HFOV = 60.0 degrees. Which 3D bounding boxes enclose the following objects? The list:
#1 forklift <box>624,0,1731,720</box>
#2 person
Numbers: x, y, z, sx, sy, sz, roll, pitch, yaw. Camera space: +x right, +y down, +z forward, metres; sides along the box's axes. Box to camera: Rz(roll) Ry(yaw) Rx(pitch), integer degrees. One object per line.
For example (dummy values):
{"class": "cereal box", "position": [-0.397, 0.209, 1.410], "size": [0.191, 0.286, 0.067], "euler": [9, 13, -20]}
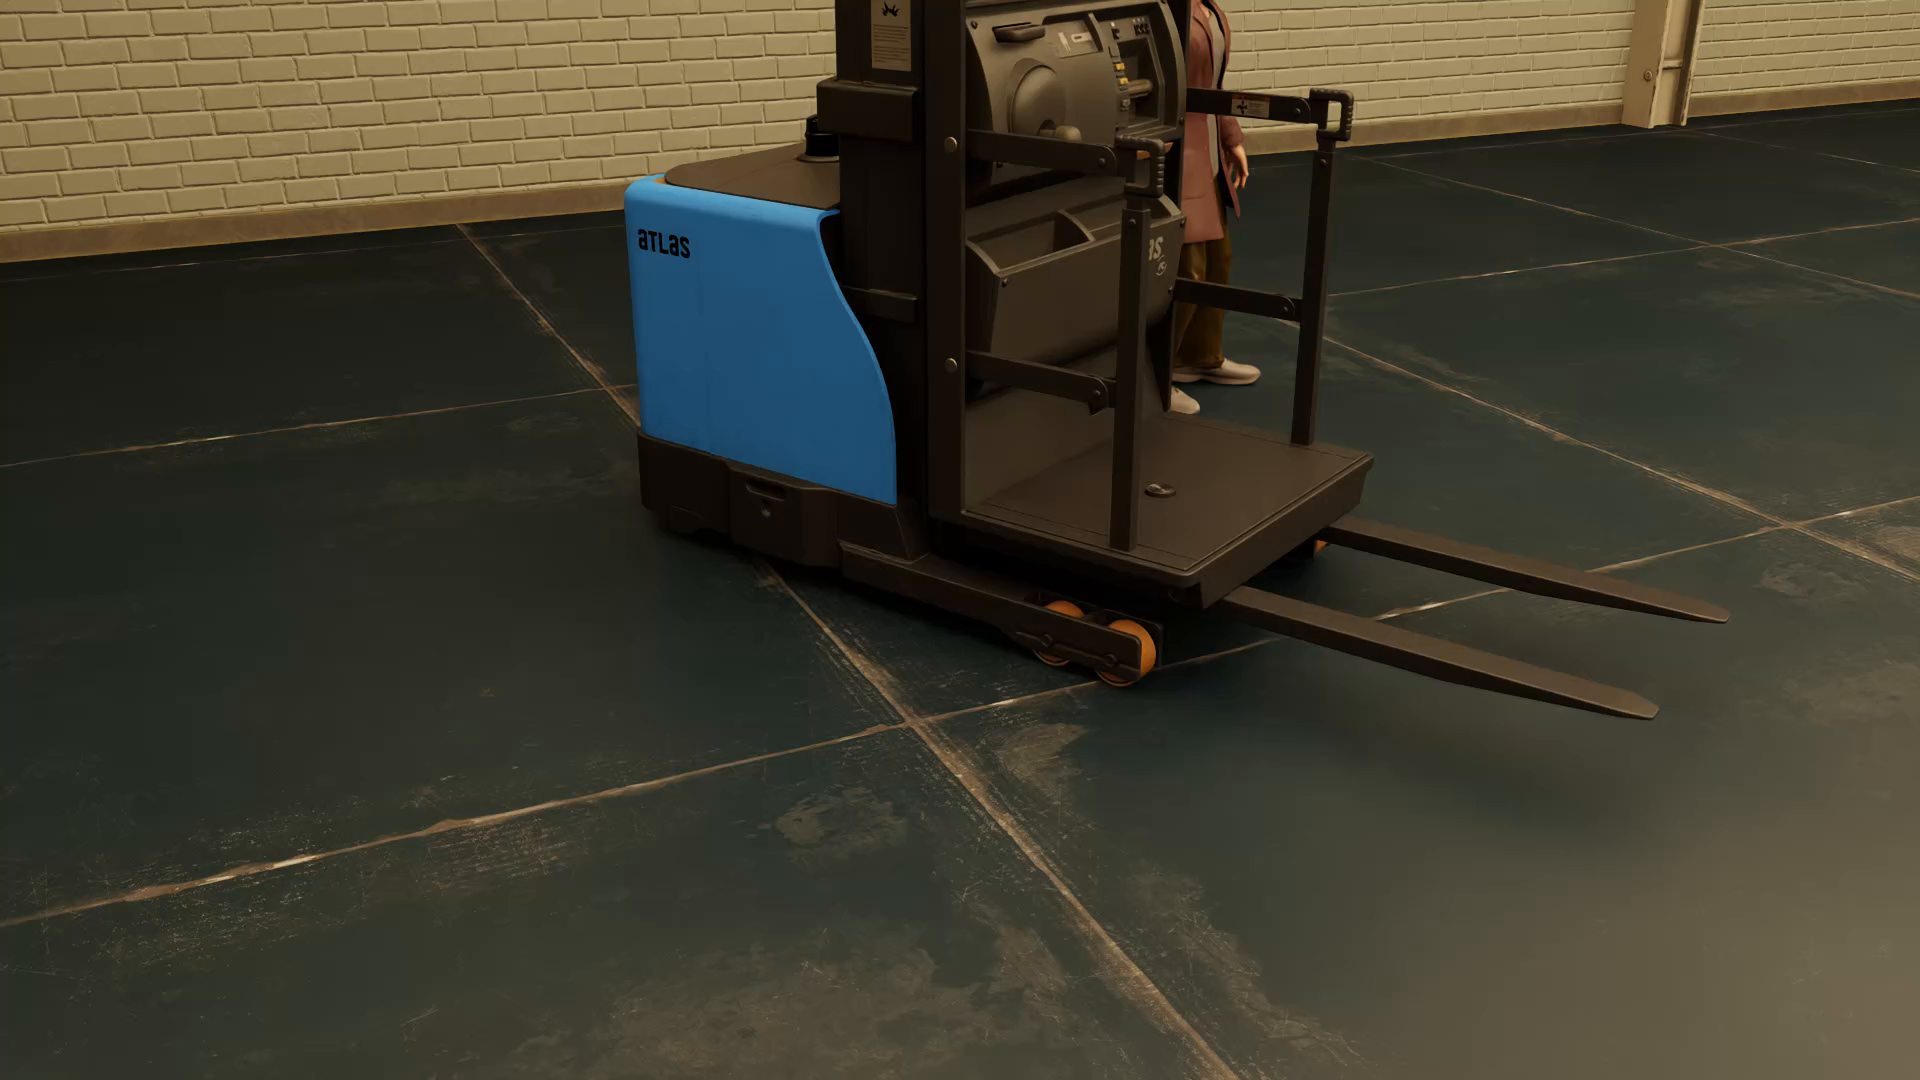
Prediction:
{"class": "forklift", "position": [0.488, -1.213, 4.206], "size": [3.031, 2.935, 1.130], "euler": [16, 27, 34]}
{"class": "person", "position": [0.833, -1.337, 6.043], "size": [0.450, 1.753, 0.817], "euler": [10, 25, 23]}
